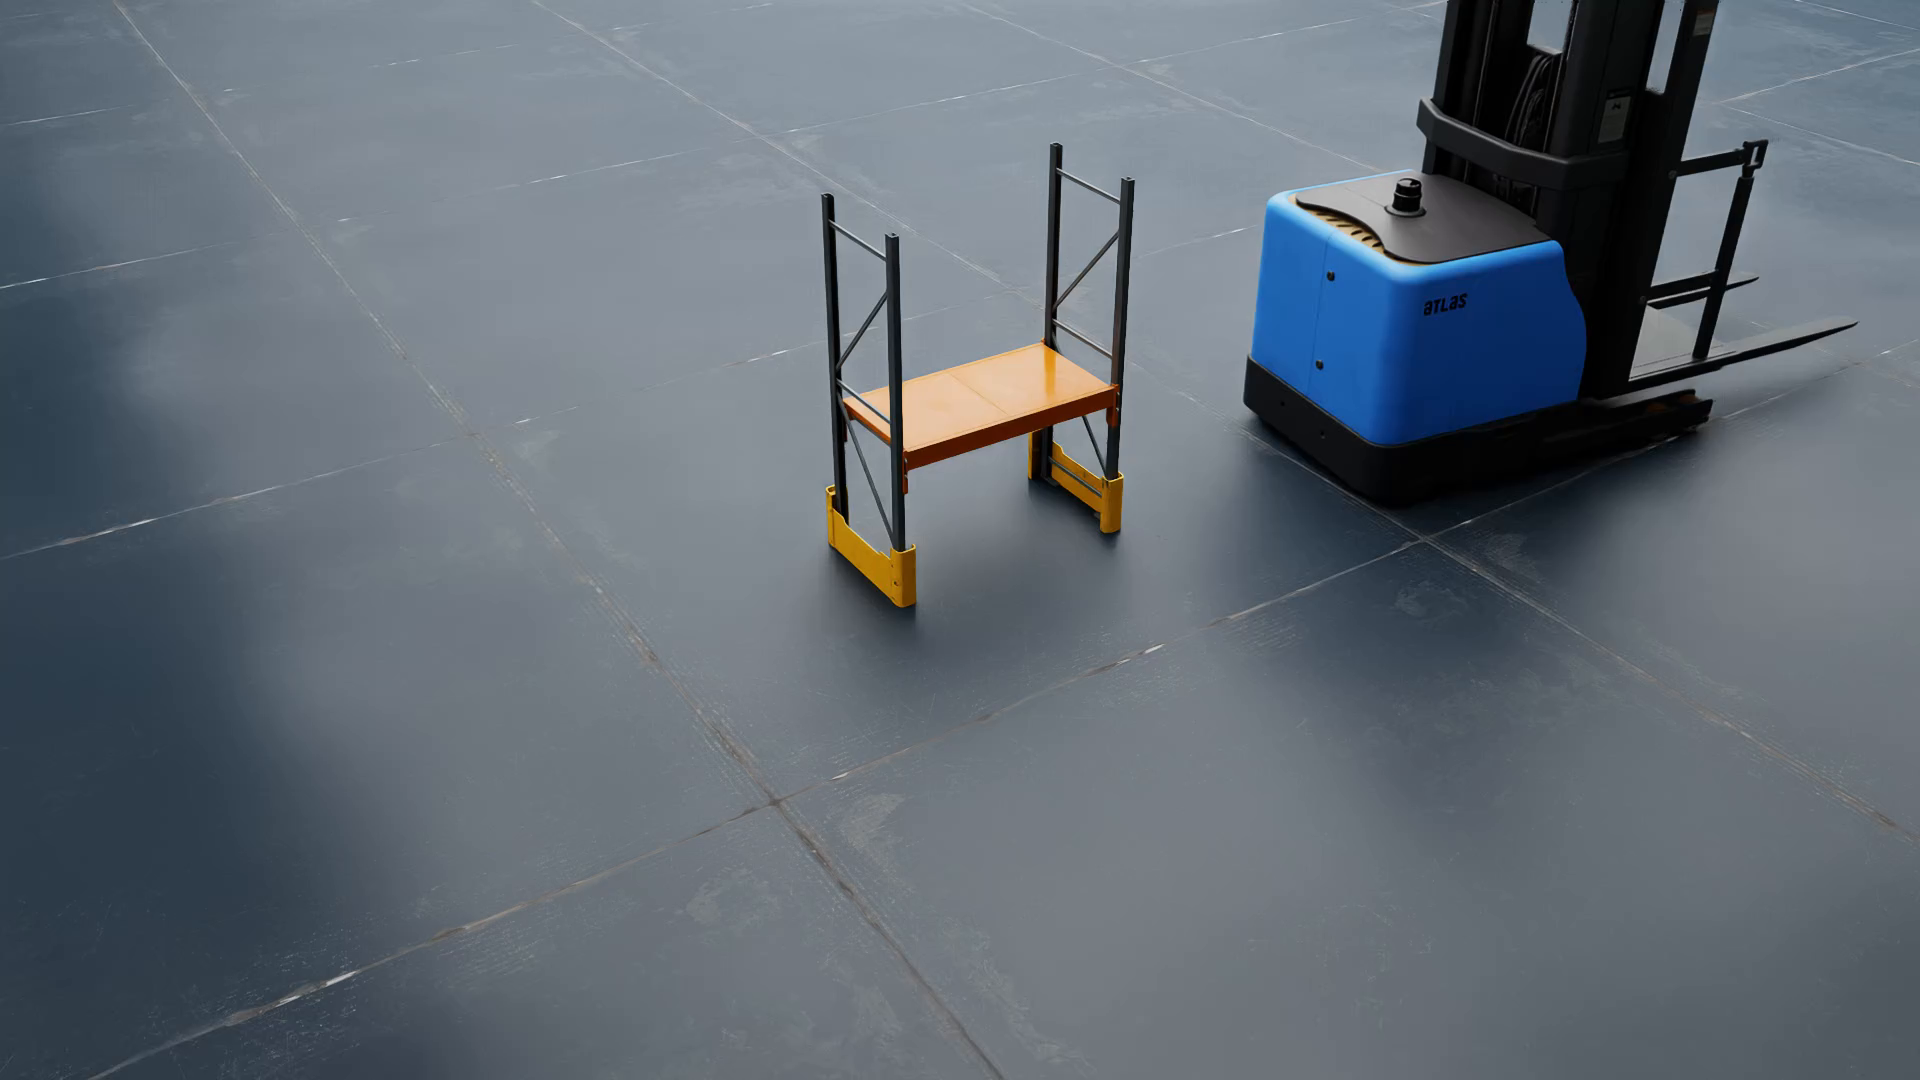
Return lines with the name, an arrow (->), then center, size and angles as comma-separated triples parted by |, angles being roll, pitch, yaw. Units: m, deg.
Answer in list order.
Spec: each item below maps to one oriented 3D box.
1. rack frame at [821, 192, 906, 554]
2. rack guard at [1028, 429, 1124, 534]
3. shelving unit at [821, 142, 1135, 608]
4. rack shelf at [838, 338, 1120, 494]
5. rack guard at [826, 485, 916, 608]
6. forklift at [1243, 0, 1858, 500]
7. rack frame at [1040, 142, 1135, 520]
rack frame -> -0.356, -0.512, 6.249 | 0.032, 1.500, 0.500 | -19, 37, -27
rack guard -> 0.483, -0.272, 7.040 | 0.087, 0.250, 0.587 | -19, 37, -27
shelving unit -> 0.064, -0.656, 6.478 | 1.083, 1.500, 0.587 | -19, 37, -27
rack shelf -> 0.072, -0.507, 6.578 | 1.000, 0.185, 0.538 | -19, 37, -27
rack guard -> -0.355, 0.016, 6.583 | 0.087, 0.250, 0.587 | -19, 37, -27
forklift -> 2.873, -1.935, 7.164 | 3.031, 2.935, 1.130 | -14, 35, -21
rack frame -> 0.499, -0.806, 6.715 | 0.032, 1.500, 0.500 | -19, 37, -27
